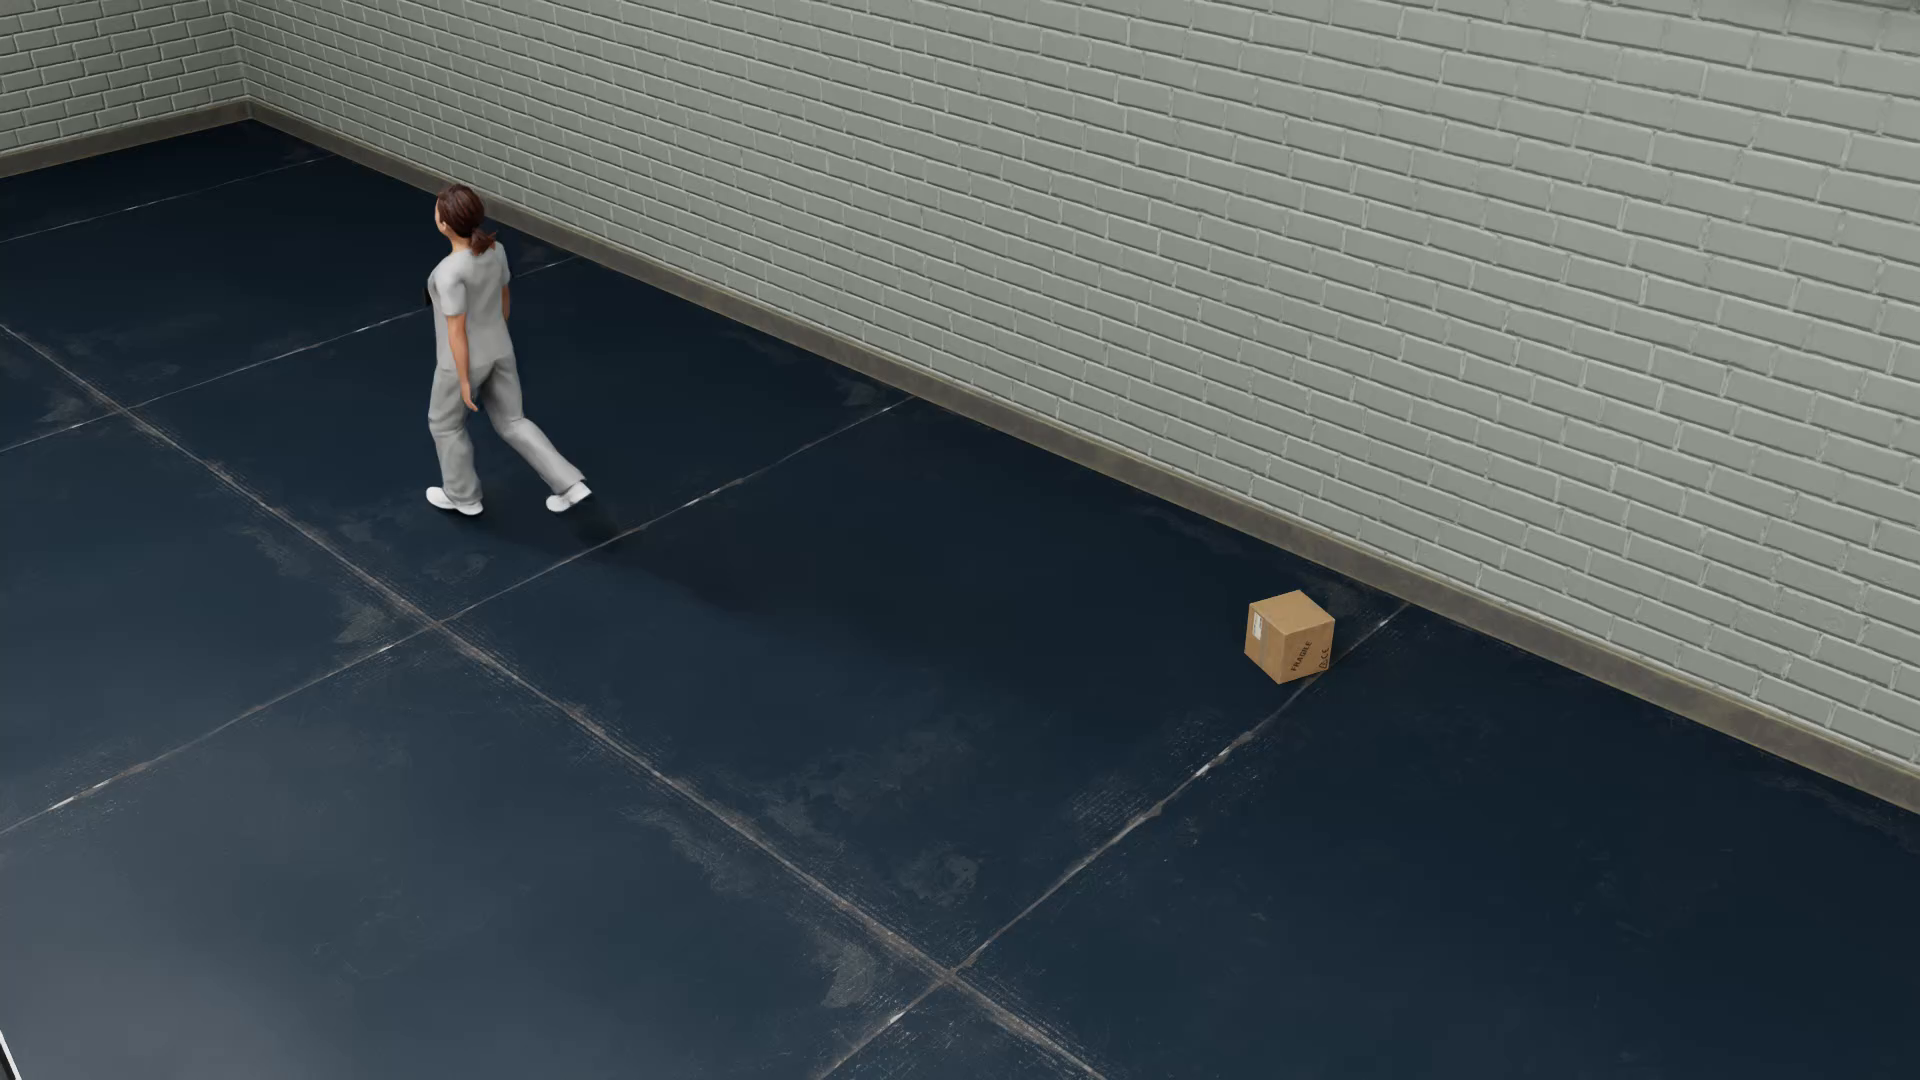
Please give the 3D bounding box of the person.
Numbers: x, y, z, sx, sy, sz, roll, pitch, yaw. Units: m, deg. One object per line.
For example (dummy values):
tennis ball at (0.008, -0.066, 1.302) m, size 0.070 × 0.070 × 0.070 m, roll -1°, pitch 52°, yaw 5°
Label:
person at (-2.123, -0.808, 7.450) m, size 0.907 × 1.635 × 0.446 m, roll 16°, pitch 35°, yaw 25°
